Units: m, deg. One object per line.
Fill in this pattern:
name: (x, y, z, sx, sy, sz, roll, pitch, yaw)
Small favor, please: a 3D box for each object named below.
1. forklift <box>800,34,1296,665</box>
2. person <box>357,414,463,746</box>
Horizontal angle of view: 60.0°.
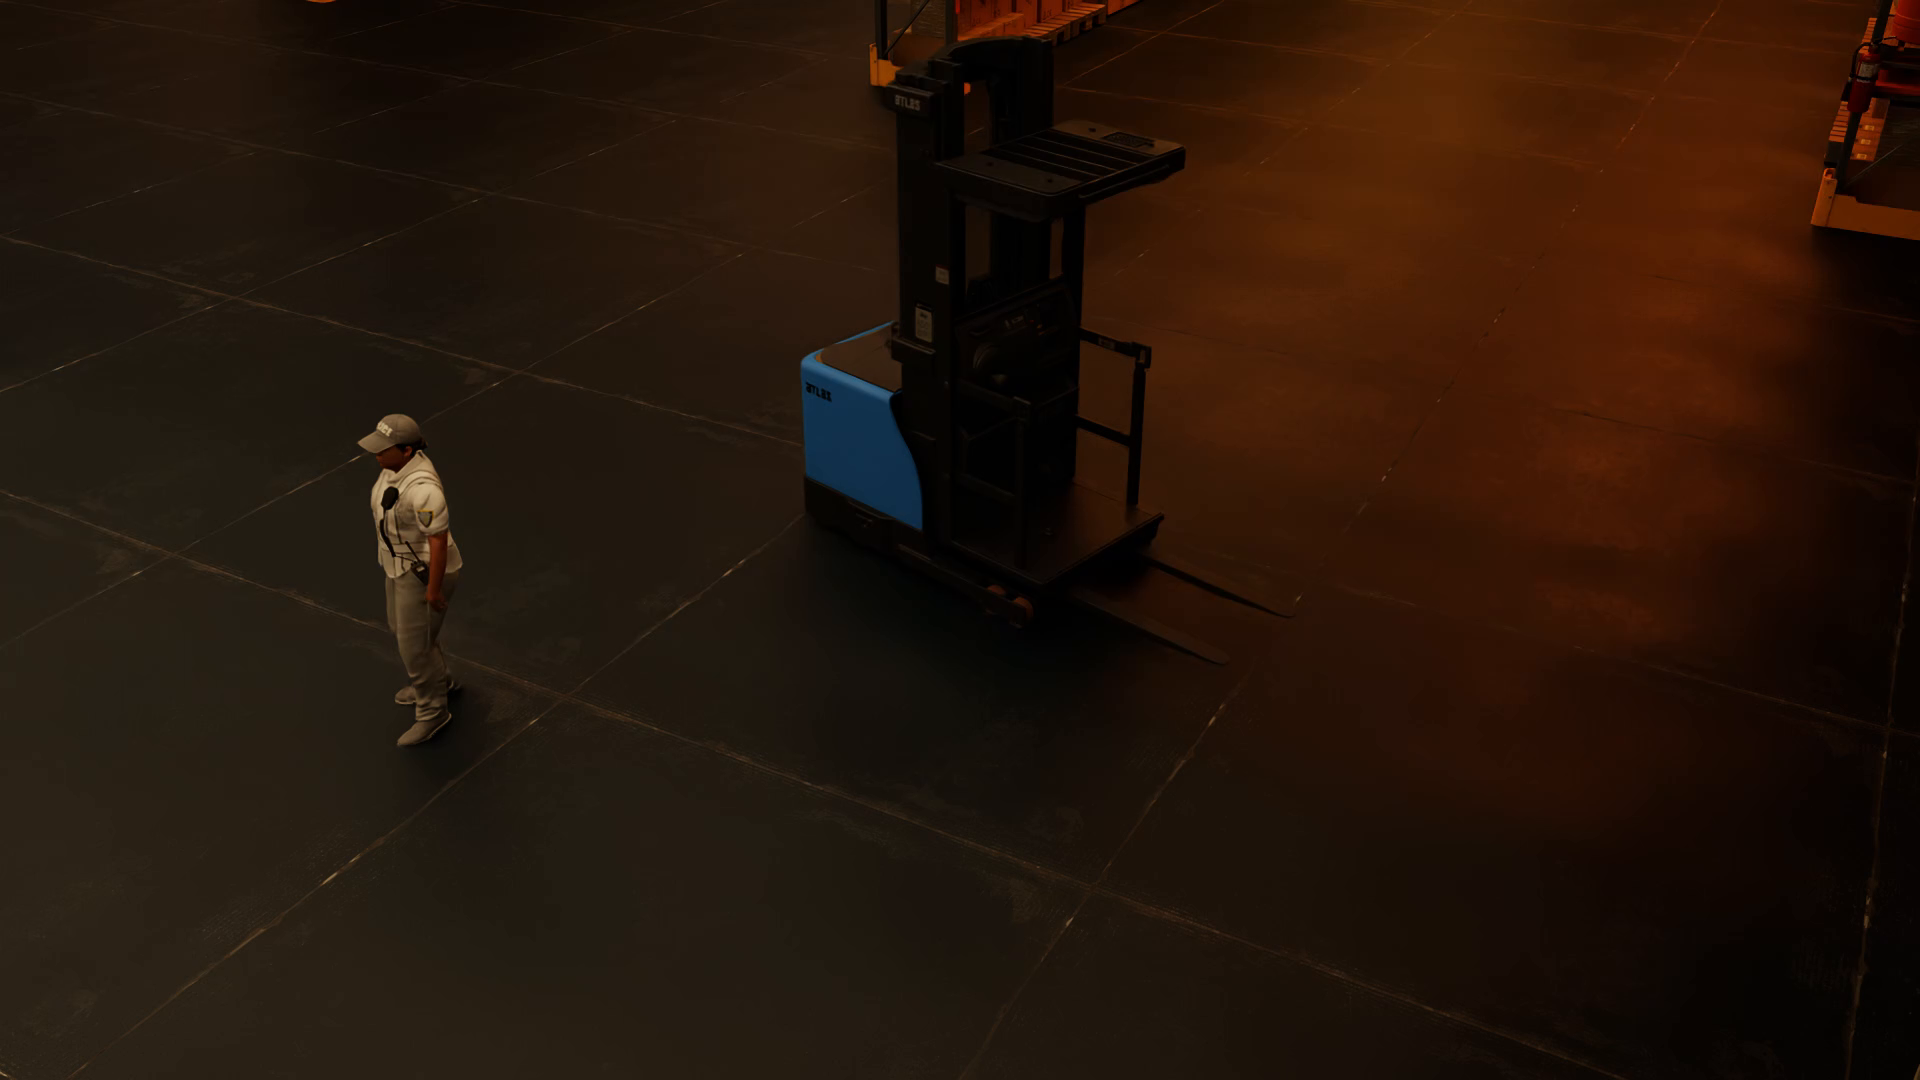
forklift: (0.467, -1.080, 8.943, 3.031, 2.935, 1.130, 25, 38, 36)
person: (-2.680, 0.164, 8.088, 0.486, 1.693, 0.555, -17, 34, -26)
